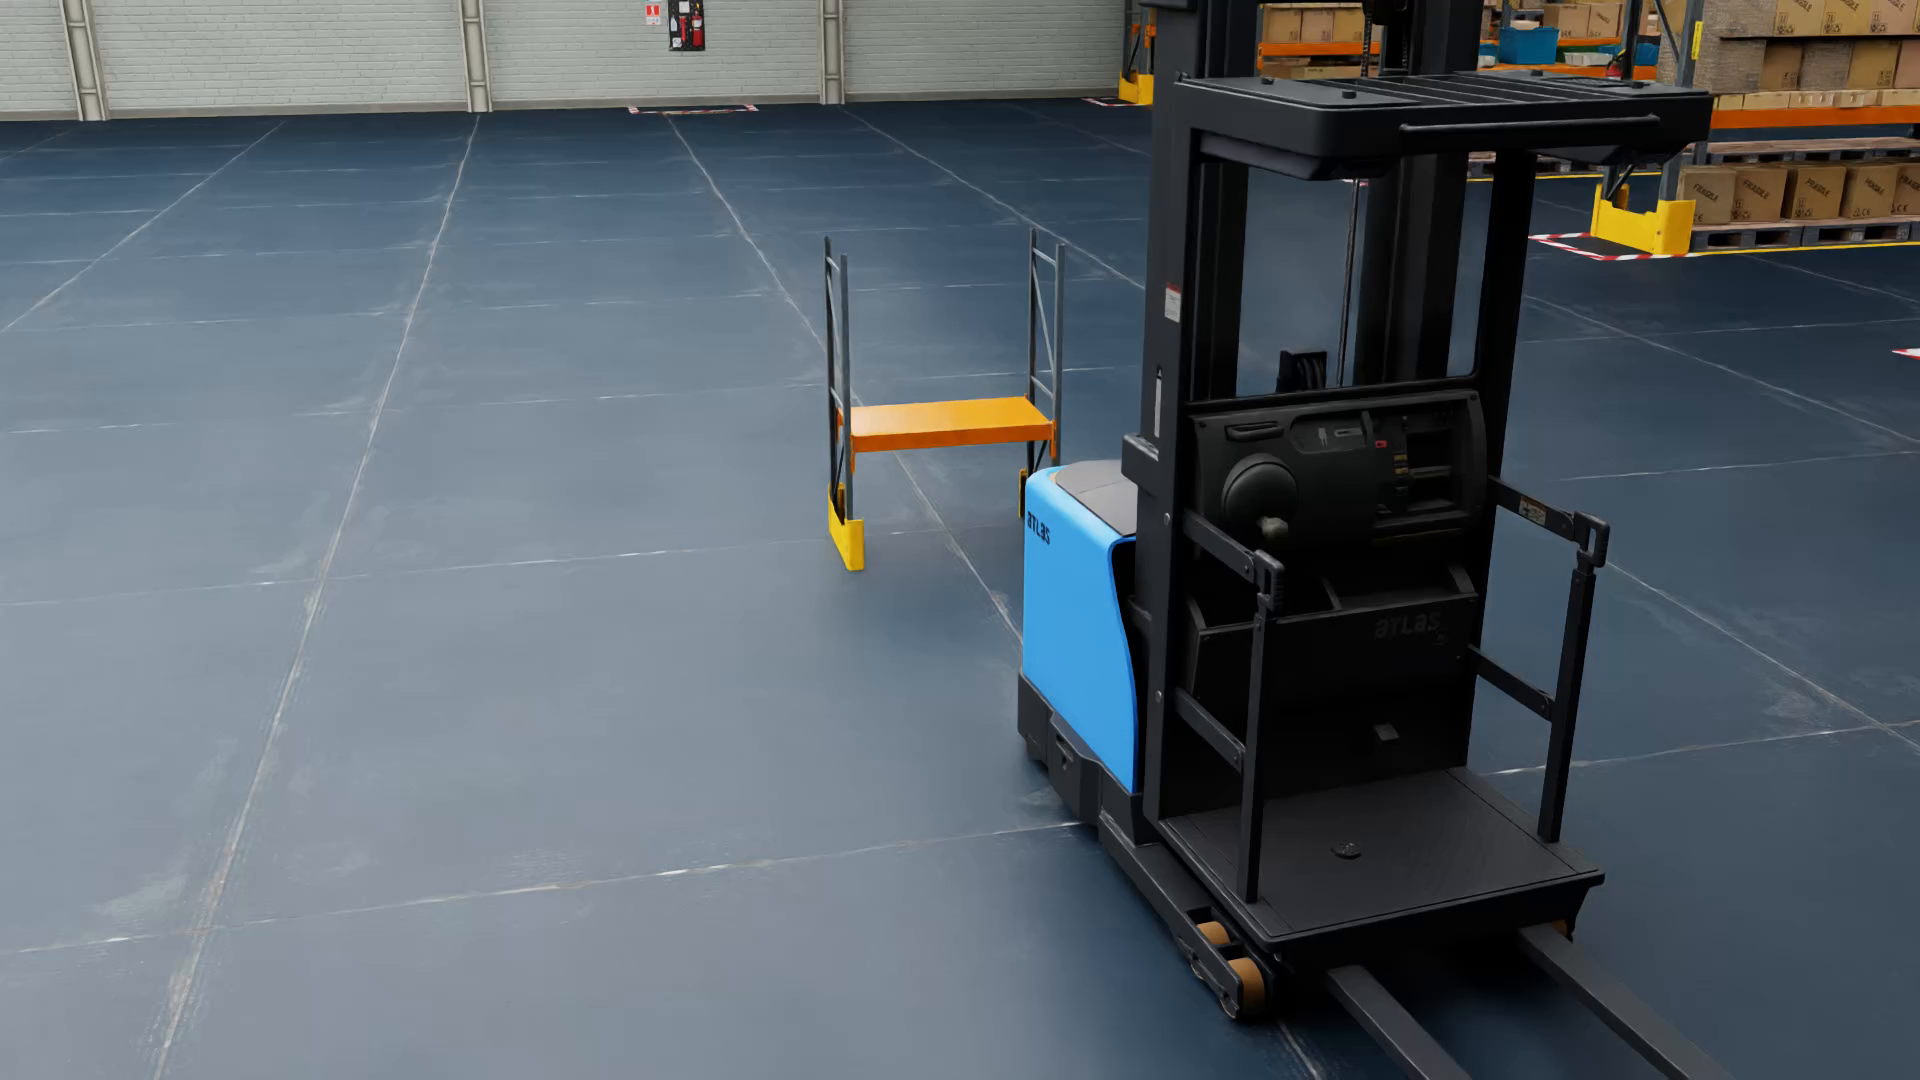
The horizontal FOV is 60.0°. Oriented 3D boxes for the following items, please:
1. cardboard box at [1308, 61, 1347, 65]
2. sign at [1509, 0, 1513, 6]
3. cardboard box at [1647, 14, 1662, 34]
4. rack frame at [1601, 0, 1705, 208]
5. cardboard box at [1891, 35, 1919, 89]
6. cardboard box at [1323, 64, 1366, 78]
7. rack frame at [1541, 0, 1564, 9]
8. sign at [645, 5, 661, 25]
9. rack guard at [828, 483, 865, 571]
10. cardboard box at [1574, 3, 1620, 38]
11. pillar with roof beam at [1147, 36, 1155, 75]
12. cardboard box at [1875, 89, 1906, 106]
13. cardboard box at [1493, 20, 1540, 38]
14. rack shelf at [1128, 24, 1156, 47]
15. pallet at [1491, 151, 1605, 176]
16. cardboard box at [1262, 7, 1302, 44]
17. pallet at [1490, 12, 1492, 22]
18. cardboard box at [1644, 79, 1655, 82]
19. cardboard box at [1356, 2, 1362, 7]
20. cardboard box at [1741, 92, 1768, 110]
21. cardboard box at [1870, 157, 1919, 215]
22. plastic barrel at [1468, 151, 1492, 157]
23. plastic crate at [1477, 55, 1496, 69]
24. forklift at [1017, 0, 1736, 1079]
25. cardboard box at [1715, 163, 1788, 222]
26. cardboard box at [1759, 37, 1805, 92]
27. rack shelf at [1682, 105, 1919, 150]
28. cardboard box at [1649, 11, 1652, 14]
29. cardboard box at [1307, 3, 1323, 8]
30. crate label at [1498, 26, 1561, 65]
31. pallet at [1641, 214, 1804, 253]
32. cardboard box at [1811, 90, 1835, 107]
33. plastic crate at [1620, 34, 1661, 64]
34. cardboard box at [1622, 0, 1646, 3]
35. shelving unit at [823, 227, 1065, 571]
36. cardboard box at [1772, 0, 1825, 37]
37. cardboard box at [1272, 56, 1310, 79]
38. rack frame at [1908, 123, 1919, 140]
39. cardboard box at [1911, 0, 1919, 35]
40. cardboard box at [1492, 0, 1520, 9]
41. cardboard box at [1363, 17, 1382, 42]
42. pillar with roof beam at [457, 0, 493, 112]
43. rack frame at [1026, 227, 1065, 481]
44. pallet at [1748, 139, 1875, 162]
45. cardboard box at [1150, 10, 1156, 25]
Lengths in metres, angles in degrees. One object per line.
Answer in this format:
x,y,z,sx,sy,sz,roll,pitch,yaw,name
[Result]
5.667,-7.084,25.588,0.500,0.500,0.500,-5,21,-12,cardboard box
8.266,-8.174,24.894,0.005,0.325,0.100,-5,21,-12,sign
11.114,-8.185,26.427,0.500,0.311,0.500,-5,21,-13,cardboard box
6.520,-4.283,15.646,0.127,3.000,1.000,-5,21,-12,rack frame
9.002,-4.670,16.126,0.500,0.500,0.875,-5,21,-12,cardboard box
5.787,-6.910,25.113,0.500,0.500,0.500,-5,21,-12,cardboard box
10.886,-9.890,30.954,0.127,3.000,1.000,-5,21,-12,rack frame
-5.232,-8.952,28.340,0.234,0.329,0.001,-5,21,-12,sign
-0.559,-0.072,8.148,0.087,0.250,0.587,-5,21,-12,rack guard
9.888,-8.100,25.920,0.500,0.500,0.500,-5,21,-12,cardboard box
4.573,-10.978,25.201,0.400,9.000,9.100,-5,21,-12,pillar with roof beam
8.808,-4.253,15.928,0.250,0.149,0.380,-5,21,-12,cardboard box
8.605,-7.899,25.736,0.500,0.250,0.500,-3,20,-9,cardboard box
5.047,-9.078,29.781,4.000,0.370,1.077,-5,21,-12,rack shelf
7.420,-4.811,21.142,1.213,0.211,1.003,-5,21,-12,pallet
4.701,-7.679,24.771,0.500,0.500,0.700,-5,21,-12,cardboard box
8.969,-9.630,30.522,1.213,0.211,1.003,-5,21,-12,pallet
10.580,-7.196,26.169,0.500,0.311,0.500,-5,21,-13,cardboard box
5.928,-8.013,24.739,0.250,0.149,0.380,-5,21,-13,cardboard box
7.346,-4.136,15.610,0.250,0.149,0.380,-5,21,-12,cardboard box
9.458,-3.557,16.688,0.500,0.500,0.500,2,20,5,cardboard box
6.491,-5.087,20.848,0.421,0.512,0.421,0,20,0,plastic barrel
6.325,-5.780,20.117,0.250,0.136,0.298,-5,21,-12,plastic crate
1.170,-0.194,4.583,1.130,2.935,3.031,-7,21,-18,forklift
7.705,-3.409,16.284,0.500,0.500,0.500,1,20,2,cardboard box
7.520,-4.584,15.889,0.500,0.500,0.875,-5,21,-12,cardboard box
8.466,-4.104,16.202,4.000,0.370,1.077,-5,21,-12,rack shelf
12.749,-9.855,31.194,0.250,0.149,0.380,-5,21,-12,cardboard box
5.175,-7.951,24.571,0.250,0.149,0.380,-5,21,-12,cardboard box
7.109,-6.194,20.811,0.616,0.435,0.502,-5,21,-12,crate label
7.392,-3.032,16.286,1.213,0.211,1.003,-5,21,-12,pallet
8.067,-4.209,15.809,0.250,0.149,0.380,-5,21,-12,cardboard box
8.734,-6.230,21.050,0.504,0.338,0.767,-5,21,-12,plastic crate
12.412,-10.117,30.964,0.500,0.500,0.500,-5,21,-13,cardboard box
-0.074,-0.698,8.040,1.083,1.500,0.587,-5,21,-12,shelving unit
7.606,-4.929,15.377,0.500,0.500,0.500,-5,21,-12,cardboard box
5.992,-8.511,30.183,0.500,0.500,0.500,-6,21,-17,cardboard box
13.165,-6.574,21.901,0.127,3.000,1.000,-5,21,-12,rack frame
9.065,-5.049,15.705,0.500,0.500,0.500,-5,21,-12,cardboard box
9.893,-10.050,30.605,0.500,0.500,0.700,-7,21,-18,cardboard box
6.207,-7.802,25.108,0.500,0.500,0.700,-4,21,-11,cardboard box
-7.105,-10.028,22.608,0.400,9.000,9.100,-5,21,-12,pillar with roof beam
0.412,-0.738,8.148,0.032,1.500,0.500,-5,21,-12,rack frame
11.217,-5.121,21.988,1.213,0.211,1.003,-5,21,-12,pallet
3.648,-9.129,29.063,0.500,0.250,0.500,-5,21,-14,cardboard box
